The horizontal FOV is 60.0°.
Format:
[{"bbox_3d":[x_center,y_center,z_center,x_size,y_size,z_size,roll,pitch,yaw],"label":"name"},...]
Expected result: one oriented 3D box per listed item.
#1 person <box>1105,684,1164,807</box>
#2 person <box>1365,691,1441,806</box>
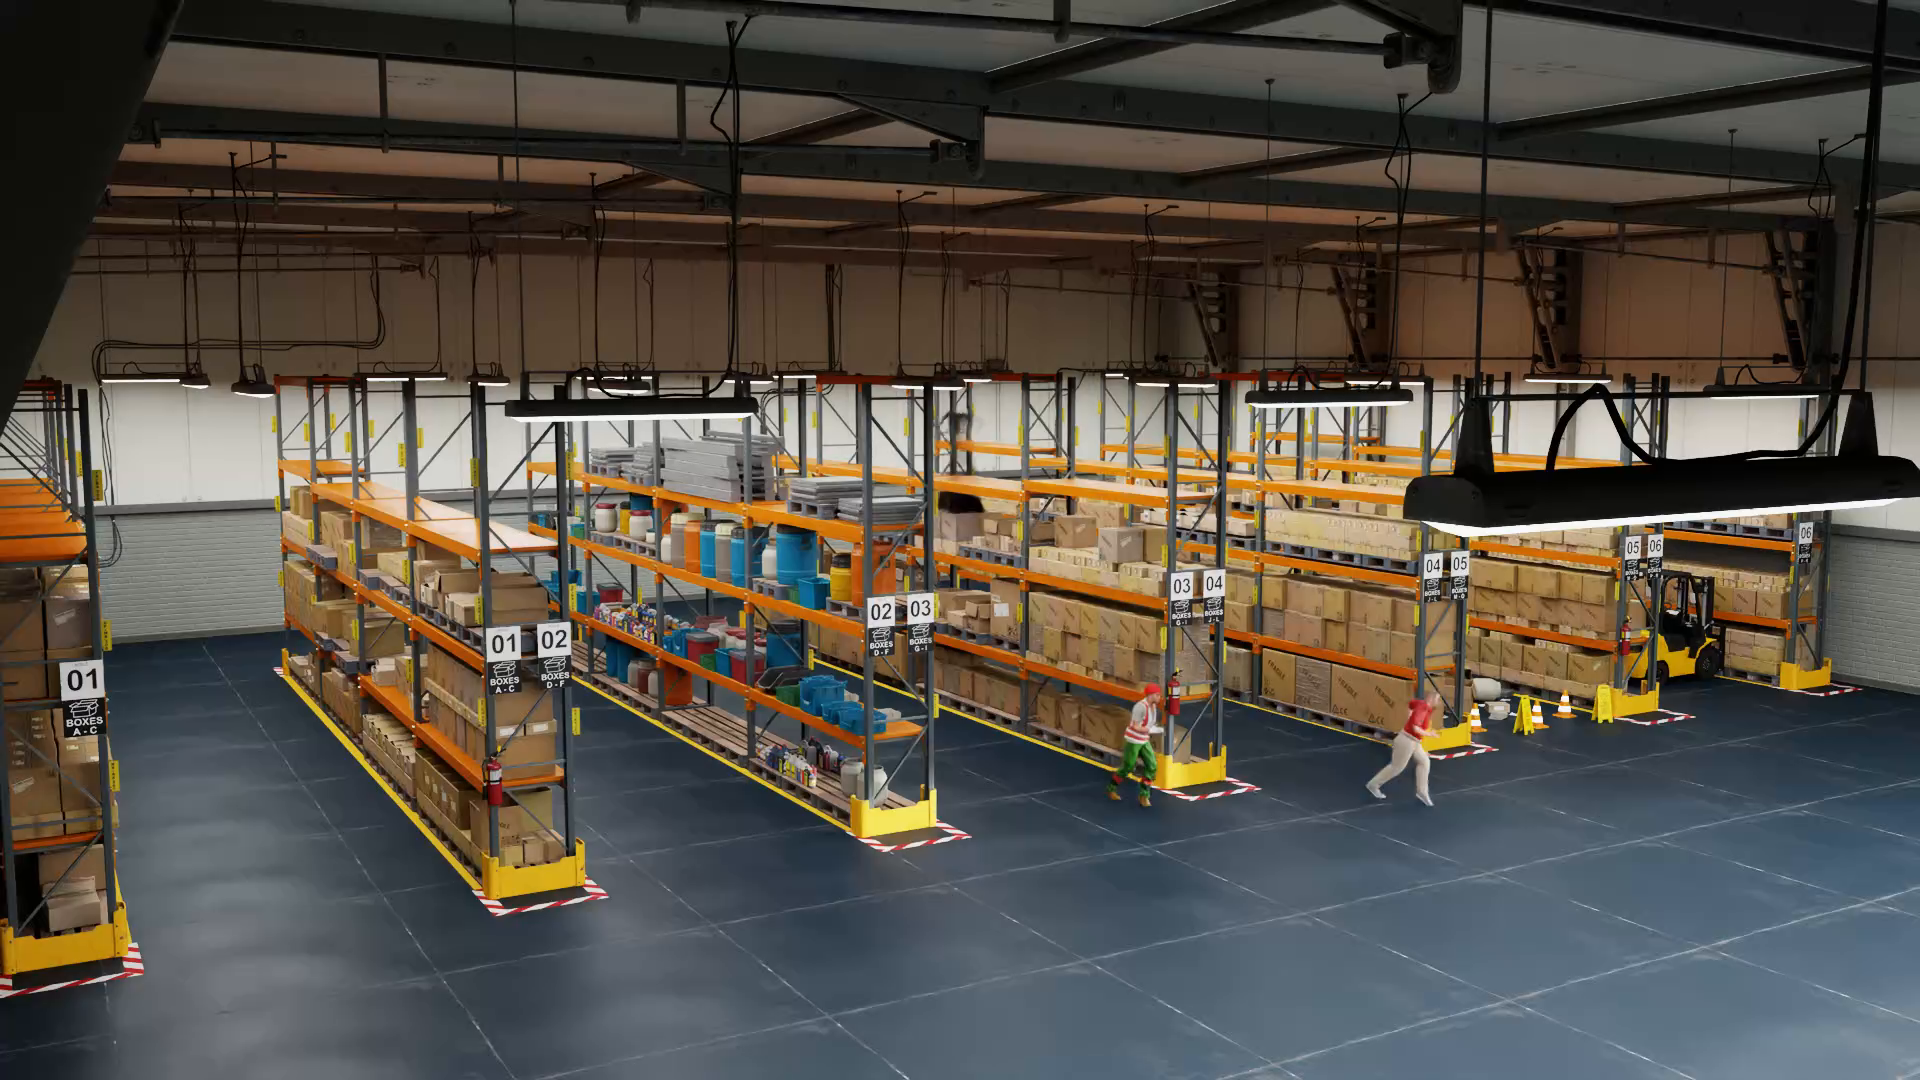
[{"bbox_3d":[2.536,2.917,23.655,0.873,1.823,0.720,4,8,34],"label":"person"},{"bbox_3d":[6.310,2.960,23.698,1.004,1.698,0.706,2,6,16],"label":"person"}]
